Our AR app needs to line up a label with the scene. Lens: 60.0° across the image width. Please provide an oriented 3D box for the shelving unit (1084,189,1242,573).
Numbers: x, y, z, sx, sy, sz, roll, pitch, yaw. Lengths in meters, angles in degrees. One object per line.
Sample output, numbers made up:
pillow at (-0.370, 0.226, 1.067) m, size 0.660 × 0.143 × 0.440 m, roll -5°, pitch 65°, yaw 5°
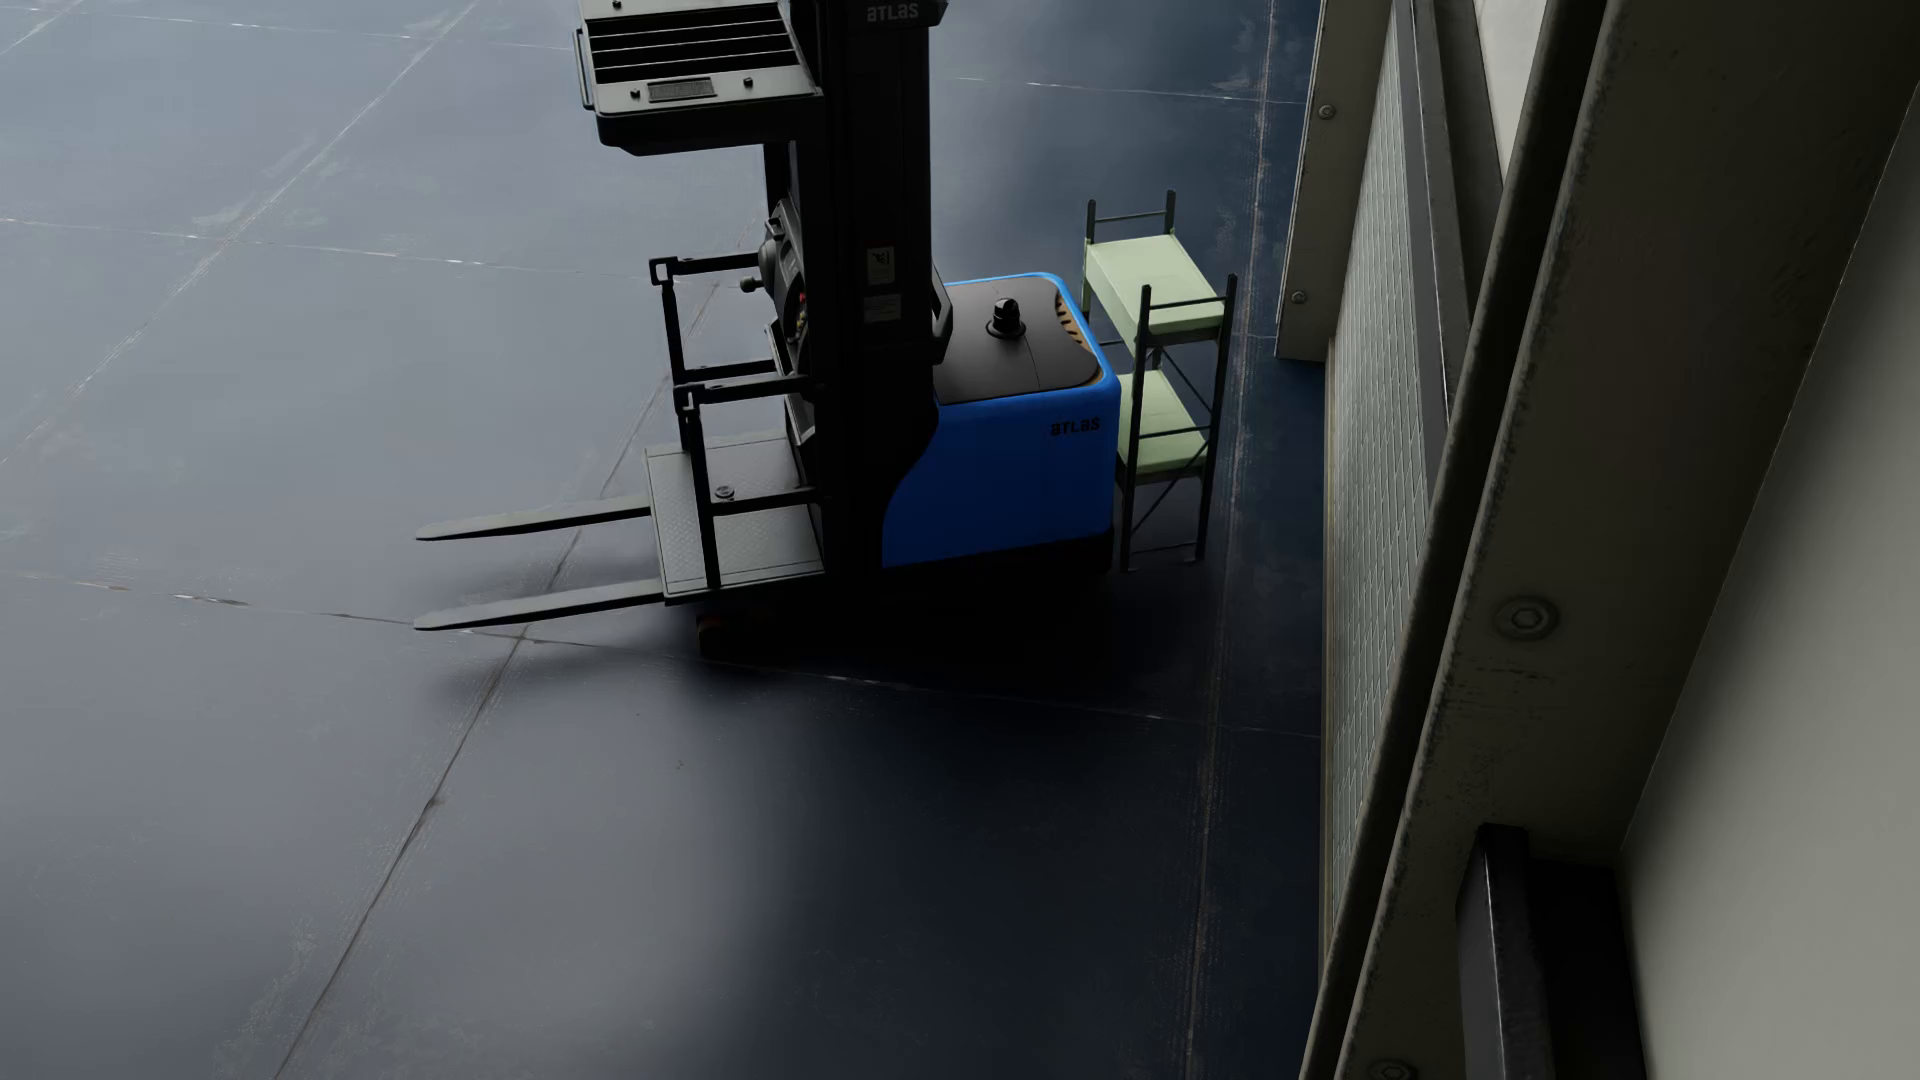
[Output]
shelving unit at (0.848, -0.689, 7.407) m, size 0.431 × 1.500 × 0.755 m, roll -9°, pitch 40°, yaw -11°

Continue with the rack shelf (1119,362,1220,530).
rack shelf at (0.848, -0.438, 7.615) m, size 0.431 × 0.370 × 0.720 m, roll -9°, pitch 40°, yaw -11°

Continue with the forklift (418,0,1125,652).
forklift at (-0.873, -1.020, 6.684) m, size 3.031 × 2.935 × 1.130 m, roll -9°, pitch 40°, yaw -10°

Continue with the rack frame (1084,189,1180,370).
rack frame at (0.760, -0.916, 7.681) m, size 0.400 × 1.500 × 0.023 m, roll -9°, pitch 40°, yaw -11°

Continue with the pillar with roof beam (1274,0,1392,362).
pillar with roof beam at (-2.364, -5.033, 6.776) m, size 9.100 × 9.000 × 0.400 m, roll 6°, pitch 40°, yaw 8°

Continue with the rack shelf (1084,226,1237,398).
rack shelf at (0.848, -0.990, 7.158) m, size 0.431 × 0.370 × 0.720 m, roll -9°, pitch 40°, yaw -11°

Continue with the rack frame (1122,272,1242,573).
rack frame at (0.937, -0.463, 7.133) m, size 0.400 × 1.500 × 0.023 m, roll -9°, pitch 40°, yaw -11°
